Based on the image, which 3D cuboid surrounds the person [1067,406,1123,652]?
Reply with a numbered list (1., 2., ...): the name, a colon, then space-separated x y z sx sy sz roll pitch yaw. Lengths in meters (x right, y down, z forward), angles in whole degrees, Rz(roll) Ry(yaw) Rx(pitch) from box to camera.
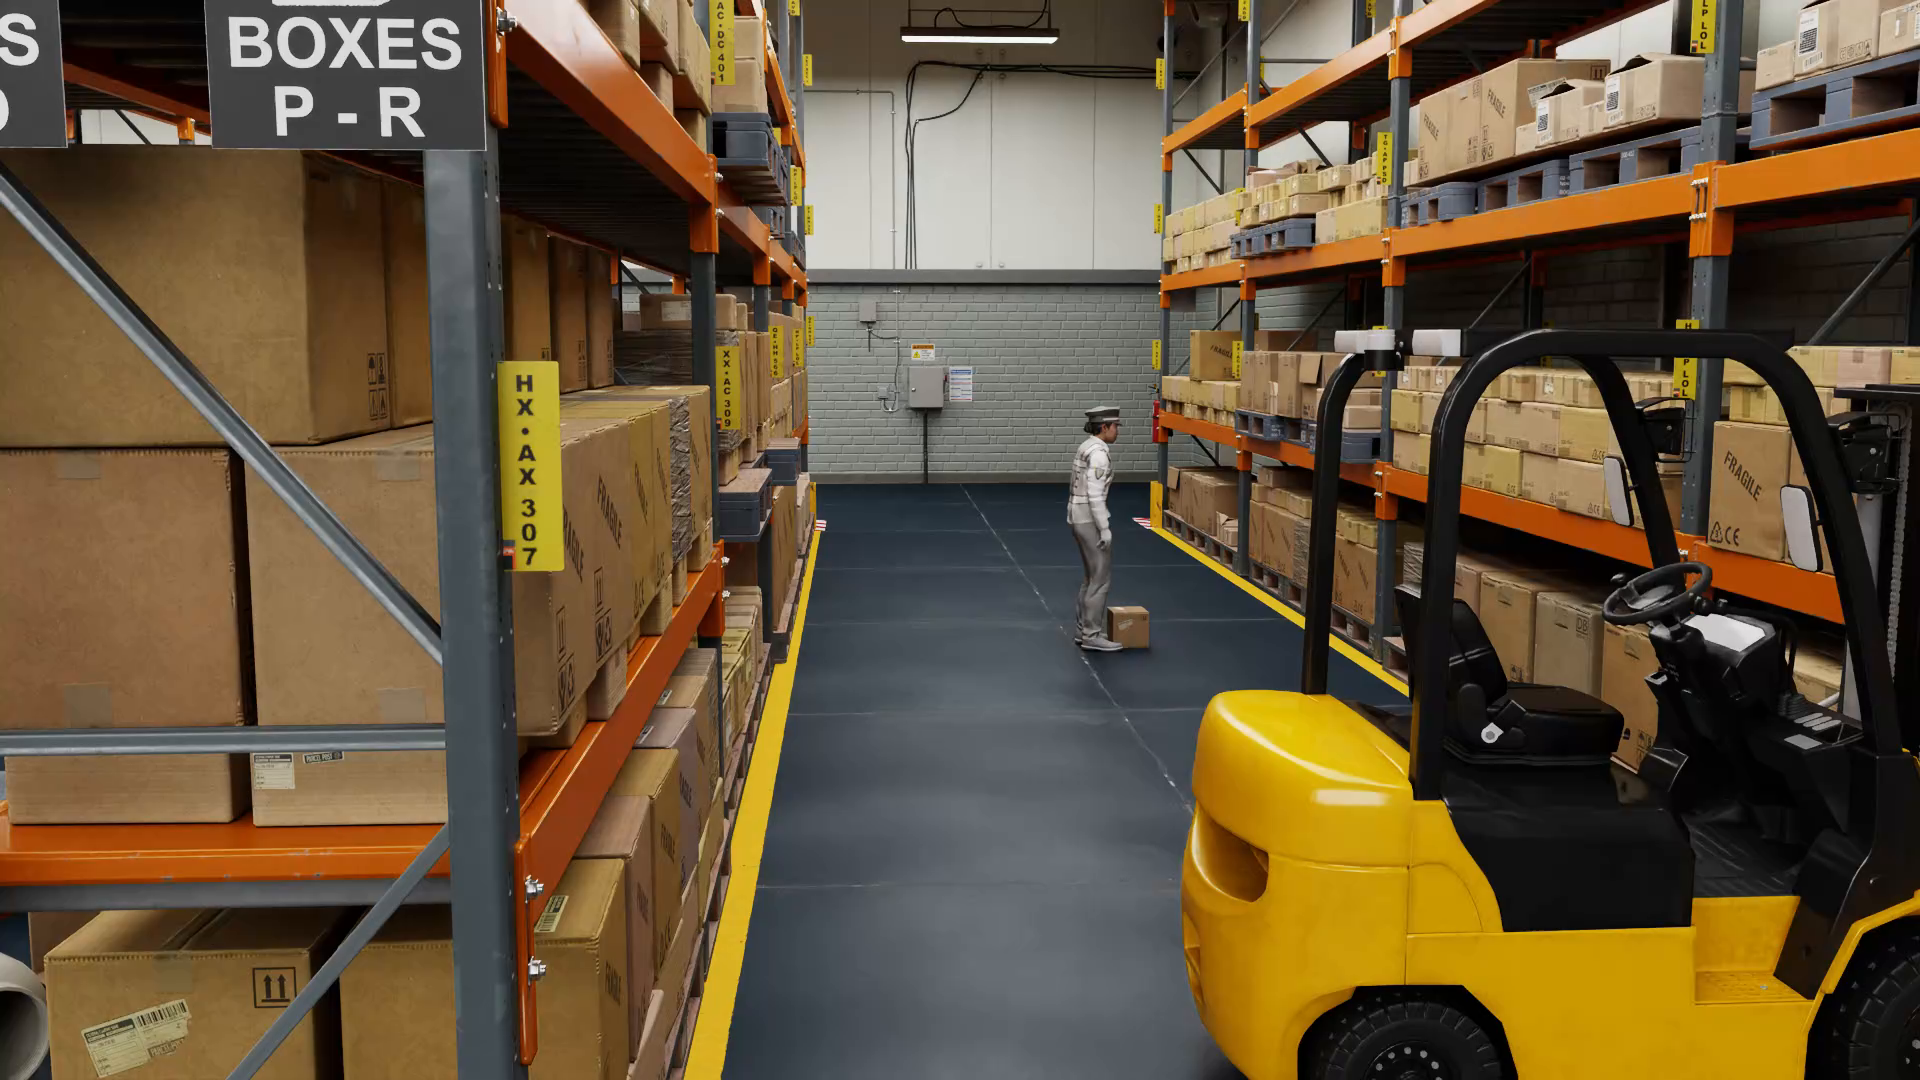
1. person: 0.931 -0.090 11.471 0.371 1.664 0.529 0 7 -3
